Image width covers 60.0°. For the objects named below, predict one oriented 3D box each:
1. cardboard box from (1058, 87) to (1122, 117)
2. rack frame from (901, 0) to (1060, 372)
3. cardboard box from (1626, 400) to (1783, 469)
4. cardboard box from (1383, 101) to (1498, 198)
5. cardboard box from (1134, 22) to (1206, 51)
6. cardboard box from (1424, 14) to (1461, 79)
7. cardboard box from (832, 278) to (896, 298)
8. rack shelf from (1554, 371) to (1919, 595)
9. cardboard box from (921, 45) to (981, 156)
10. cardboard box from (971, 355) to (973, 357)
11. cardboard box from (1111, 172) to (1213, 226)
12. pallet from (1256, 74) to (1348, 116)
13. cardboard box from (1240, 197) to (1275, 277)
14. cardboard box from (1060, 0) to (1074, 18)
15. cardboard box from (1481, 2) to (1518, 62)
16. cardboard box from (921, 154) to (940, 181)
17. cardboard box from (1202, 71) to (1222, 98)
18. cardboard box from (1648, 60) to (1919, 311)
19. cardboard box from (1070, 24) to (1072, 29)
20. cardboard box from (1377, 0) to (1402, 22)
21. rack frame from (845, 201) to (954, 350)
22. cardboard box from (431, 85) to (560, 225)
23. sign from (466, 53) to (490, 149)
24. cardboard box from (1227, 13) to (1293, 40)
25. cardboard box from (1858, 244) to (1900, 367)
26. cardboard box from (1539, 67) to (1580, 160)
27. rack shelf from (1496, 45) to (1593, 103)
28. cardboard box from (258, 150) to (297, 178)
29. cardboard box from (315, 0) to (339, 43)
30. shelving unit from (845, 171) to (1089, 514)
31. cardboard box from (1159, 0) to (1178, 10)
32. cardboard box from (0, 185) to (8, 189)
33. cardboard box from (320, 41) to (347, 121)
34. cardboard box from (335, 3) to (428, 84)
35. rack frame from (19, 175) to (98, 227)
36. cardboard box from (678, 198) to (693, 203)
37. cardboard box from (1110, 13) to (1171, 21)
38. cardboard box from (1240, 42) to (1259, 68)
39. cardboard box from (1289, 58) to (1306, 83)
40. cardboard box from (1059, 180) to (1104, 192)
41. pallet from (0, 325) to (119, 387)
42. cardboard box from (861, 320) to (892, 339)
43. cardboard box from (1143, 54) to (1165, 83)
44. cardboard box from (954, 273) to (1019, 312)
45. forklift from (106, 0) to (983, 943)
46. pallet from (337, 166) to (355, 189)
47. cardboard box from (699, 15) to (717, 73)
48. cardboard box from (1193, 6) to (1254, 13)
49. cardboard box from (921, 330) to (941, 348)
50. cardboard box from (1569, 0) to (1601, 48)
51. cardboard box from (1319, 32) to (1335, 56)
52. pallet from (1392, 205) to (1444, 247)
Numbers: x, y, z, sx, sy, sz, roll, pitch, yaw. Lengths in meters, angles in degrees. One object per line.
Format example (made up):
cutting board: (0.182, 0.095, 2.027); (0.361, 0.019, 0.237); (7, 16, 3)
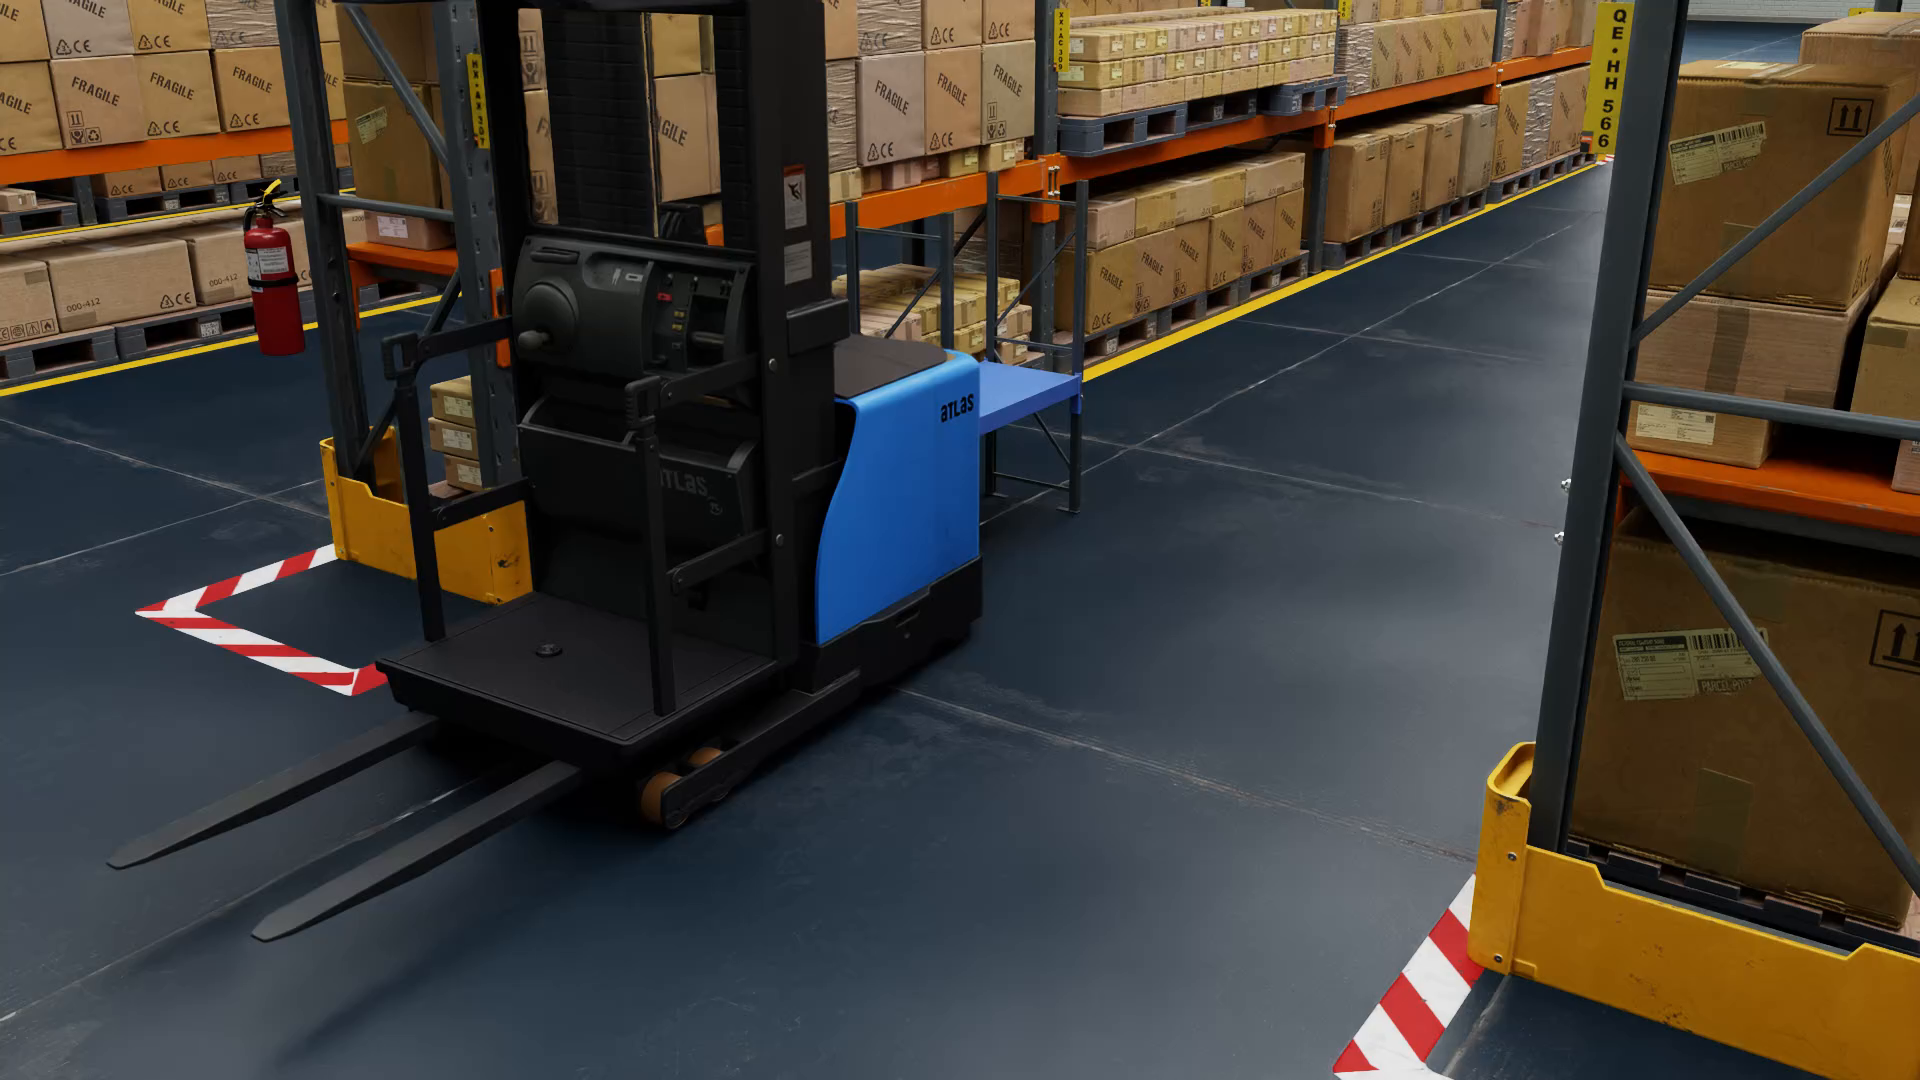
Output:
cardboard box: (0.696, -2.506, 9.473); (0.380, 0.149, 0.250); (12, 23, 29)
rack frame: (0.095, -2.404, 9.439); (1.000, 3.000, 0.127); (13, 24, 32)
cardboard box: (1.819, -0.308, 4.136); (0.380, 0.149, 0.250); (14, 24, 33)
cardboard box: (4.317, -3.645, 15.433); (1.050, 0.750, 0.750); (13, 24, 32)
cardboard box: (1.280, -3.084, 10.178); (0.380, 0.149, 0.250); (13, 24, 31)
cardboard box: (3.951, -4.254, 14.297); (0.500, 0.500, 0.500); (14, 24, 32)
cardboard box: (-0.576, -1.334, 9.195); (0.380, 0.149, 0.250); (13, 24, 31)
rack shelf: (3.016, -0.496, 5.319); (1.077, 0.370, 4.000); (13, 24, 32)
cardboard box: (-0.237, -2.247, 8.444); (0.500, 0.500, 0.500); (13, 24, 30)
cardboard box: (-0.155, -0.938, 8.981); (0.380, 0.149, 0.250); (12, 24, 30)
cardboard box: (1.316, -2.239, 10.911); (0.500, 0.250, 0.500); (14, 25, 34)
pallet: (2.031, -3.236, 11.966); (1.213, 0.211, 1.003); (13, 24, 32)
cardboard box: (1.894, -2.188, 11.854); (0.500, 0.500, 0.500); (14, 25, 34)
cardboard box: (0.919, -5.894, 18.301); (0.500, 0.500, 0.500); (13, 24, 32)
cardboard box: (4.789, -4.877, 15.911); (0.875, 0.550, 0.550); (13, 24, 32)
cardboard box: (-0.328, -1.937, 8.541); (0.380, 0.149, 0.250); (13, 24, 30)
cardboard box: (1.426, -2.882, 10.489); (0.380, 0.149, 0.250); (13, 24, 31)
cardboard box: (1.948, -0.871, 4.004); (0.500, 0.500, 0.500); (14, 24, 32)
cardboard box: (0.456, -3.066, 10.129); (0.380, 0.149, 0.250); (12, 24, 30)
cardboard box: (3.174, -4.487, 13.486); (0.700, 0.500, 0.500); (13, 24, 31)
rack frame: (-0.238, -0.582, 6.677); (0.500, 1.500, 0.032); (13, 24, 32)
cardboard box: (-1.673, -1.517, 6.470); (0.500, 0.500, 0.500); (15, 25, 34)
sign: (-1.705, -1.556, 5.900); (0.100, 0.325, 0.005); (13, 24, 32)
cardboard box: (2.009, -3.455, 11.182); (0.380, 0.149, 0.250); (14, 25, 33)
cardboard box: (2.230, -0.665, 4.526); (0.500, 0.250, 0.500); (13, 24, 31)
cardboard box: (6.021, -4.587, 17.799); (0.875, 0.875, 0.875); (13, 24, 31)
rack shelf: (5.716, -4.935, 17.321); (1.077, 0.370, 4.000); (13, 24, 32)
cardboard box: (-6.833, -3.871, 16.404); (0.500, 0.500, 0.500); (12, 24, 30)
cardboard box: (-4.385, -3.523, 10.879); (0.500, 0.500, 0.500); (13, 24, 31)
shelving unit: (0.048, -0.728, 7.071); (0.538, 1.500, 1.048); (13, 24, 32)
cardboard box: (2.327, -6.617, 20.257); (0.500, 0.500, 0.500); (13, 24, 32)
cardboard box: (-8.730, -3.099, 14.590); (0.500, 0.311, 0.500); (14, 25, 34)
cardboard box: (-4.390, -3.055, 11.057); (0.500, 0.500, 0.500); (13, 24, 31)
cardboard box: (-2.102, -2.091, 6.580); (0.500, 0.500, 0.500); (13, 24, 31)
rack frame: (-8.163, -4.307, 14.585); (1.000, 3.000, 0.127); (13, 24, 32)
cardboard box: (-1.364, -1.416, 7.132); (0.380, 0.149, 0.250); (15, 25, 34)
cardboard box: (1.186, -3.437, 11.133); (0.380, 0.149, 0.250); (14, 25, 33)
cardboard box: (1.719, -3.169, 10.836); (0.380, 0.149, 0.250); (14, 24, 33)
cardboard box: (2.161, -3.254, 11.496); (0.380, 0.149, 0.250); (14, 24, 33)
cardboard box: (0.604, -2.188, 10.773); (0.500, 0.250, 0.500); (15, 25, 34)
pallet: (-5.920, -1.129, 10.013); (1.003, 0.211, 1.213); (13, 24, 32)
cardboard box: (-0.563, -1.001, 8.294); (0.380, 0.149, 0.250); (12, 24, 30)
cardboard box: (0.985, -2.794, 9.824); (0.380, 0.149, 0.250); (14, 24, 33)
cardboard box: (0.110, -1.390, 9.344); (0.380, 0.149, 0.250); (14, 25, 33)
forklift: (-1.134, -0.702, 4.938); (1.130, 2.935, 3.031); (13, 24, 31)
pallet: (-6.366, -3.940, 17.612); (1.003, 0.211, 1.213); (13, 24, 32)
cardboard box: (-1.093, -2.279, 7.089); (0.500, 0.500, 0.500); (13, 24, 31)
cardboard box: (1.921, -3.813, 12.150); (0.380, 0.149, 0.250); (13, 24, 32)
cardboard box: (-0.320, -1.037, 8.821); (0.380, 0.149, 0.250); (14, 24, 32)
cardboard box: (6.378, -5.640, 17.971); (0.875, 0.550, 0.550); (13, 24, 32)
cardboard box: (2.442, -3.539, 11.838); (0.380, 0.149, 0.250); (14, 24, 33)
pallet: (3.535, -2.803, 14.540); (1.003, 0.211, 1.213); (13, 24, 32)
